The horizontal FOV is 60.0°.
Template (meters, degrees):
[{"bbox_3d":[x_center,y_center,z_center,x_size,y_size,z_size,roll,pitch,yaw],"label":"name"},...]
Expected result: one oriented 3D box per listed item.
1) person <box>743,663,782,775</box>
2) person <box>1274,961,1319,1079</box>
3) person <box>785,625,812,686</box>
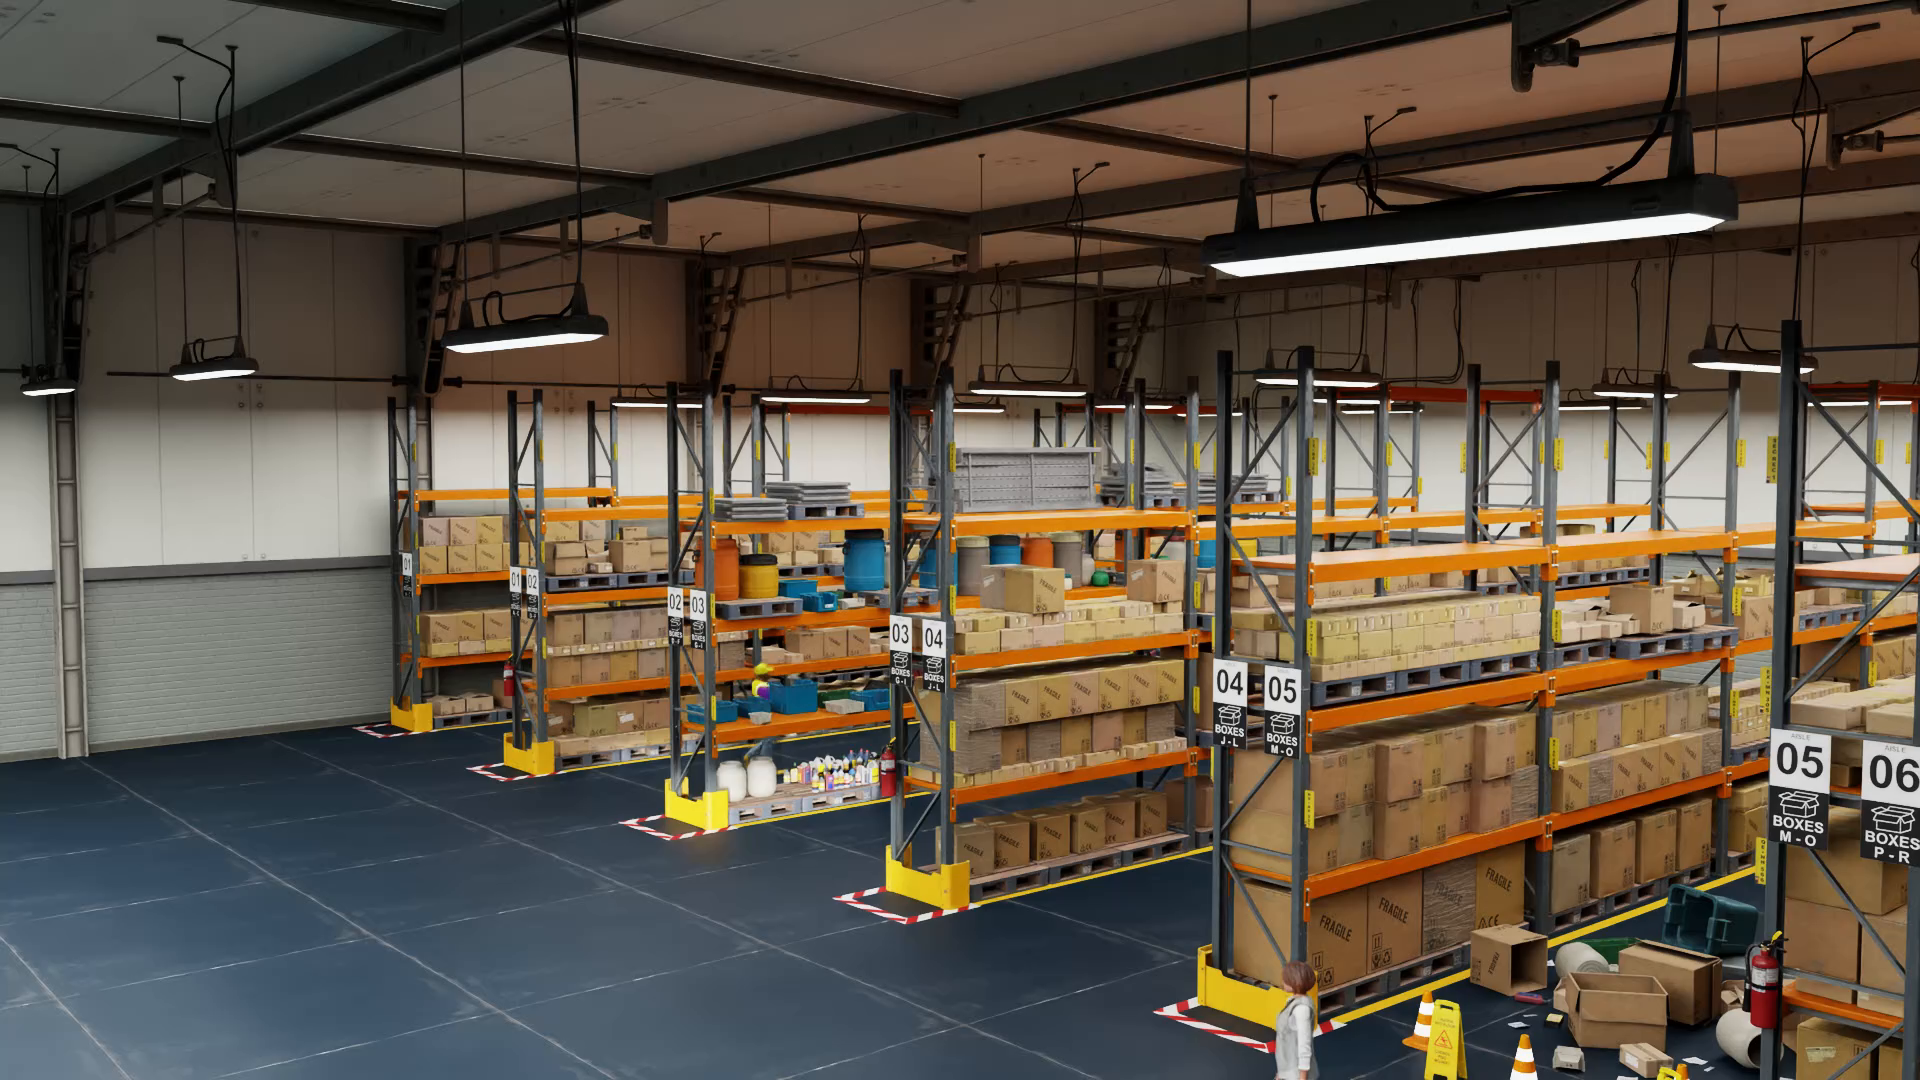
[{"bbox_3d":[-3.059,2.771,25.720,0.602,1.757,0.575,0,3,-7],"label":"person"},{"bbox_3d":[2.255,3.696,11.381,0.397,1.606,0.515,0,3,8],"label":"person"},{"bbox_3d":[-3.060,2.418,31.738,0.603,1.799,0.460,-2,4,-33],"label":"person"}]
